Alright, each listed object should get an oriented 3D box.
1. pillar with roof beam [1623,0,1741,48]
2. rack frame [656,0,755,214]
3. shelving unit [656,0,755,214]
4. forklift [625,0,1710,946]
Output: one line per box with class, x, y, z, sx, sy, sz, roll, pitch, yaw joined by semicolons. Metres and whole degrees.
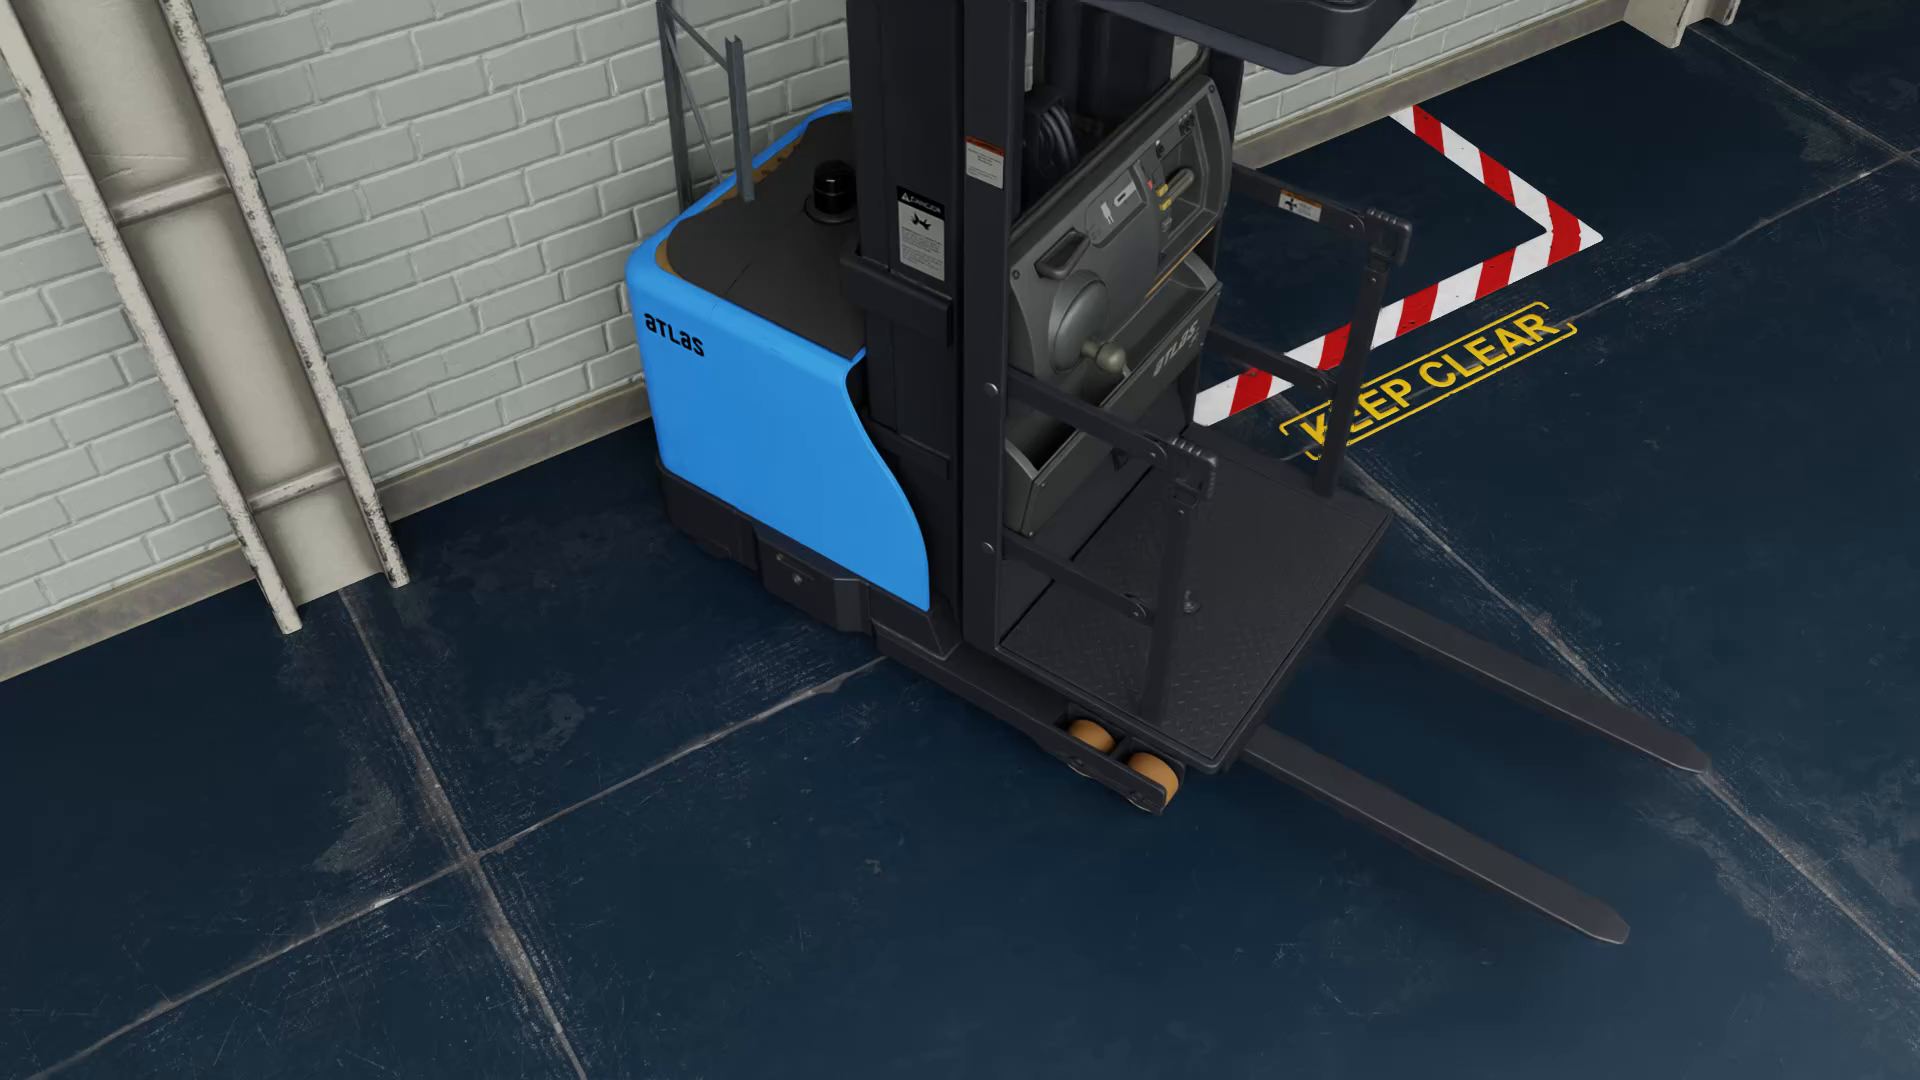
pillar with roof beam;5.427;-2.555;1.500;0.400;9.000;9.100;-25;53;-21
rack frame;-0.719;-0.894;4.953;0.032;1.500;0.500;-23;49;-23
shelving unit;-0.279;-1.079;5.154;1.083;1.500;0.587;-23;49;-23
forklift;0.570;-0.686;3.898;3.031;2.935;1.130;28;54;22
